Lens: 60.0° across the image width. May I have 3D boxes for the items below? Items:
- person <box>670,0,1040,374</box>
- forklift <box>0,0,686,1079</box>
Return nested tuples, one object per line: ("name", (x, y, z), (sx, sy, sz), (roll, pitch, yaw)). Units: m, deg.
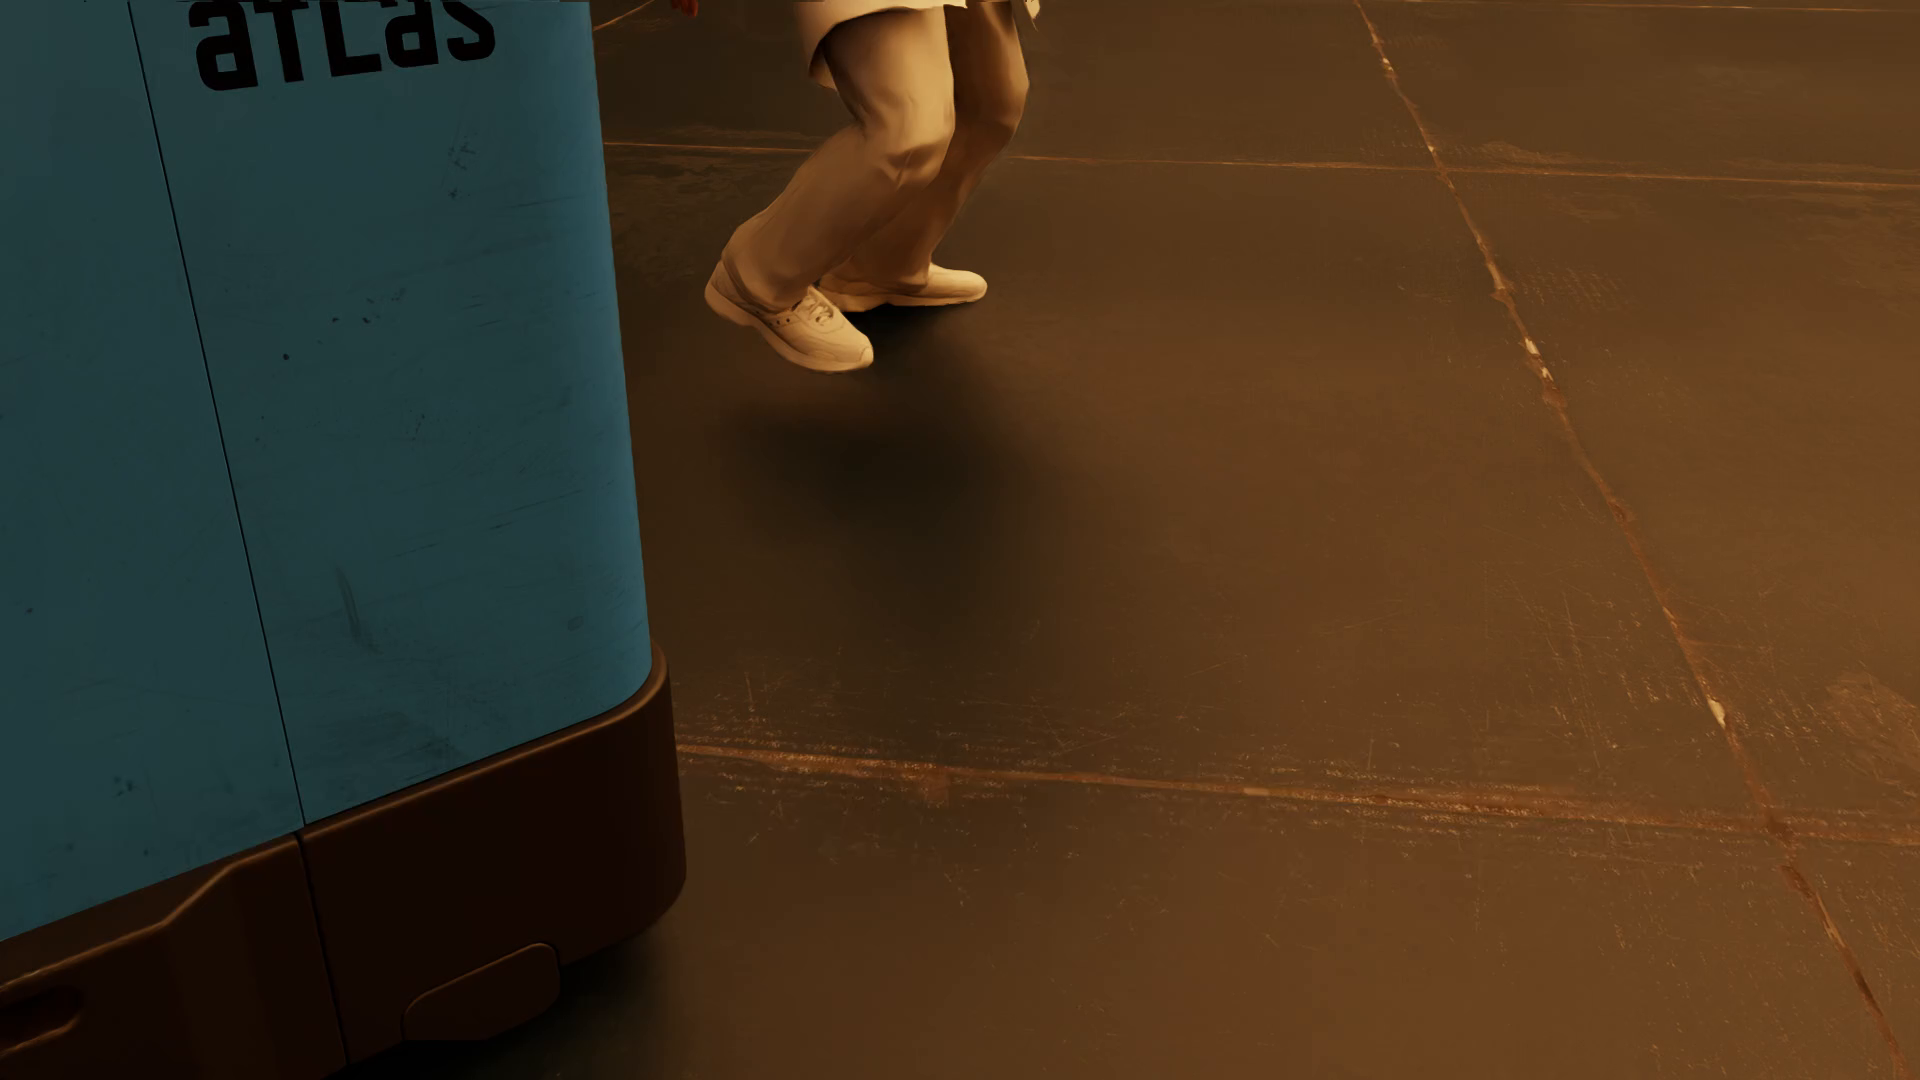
("person", (-0.137, -1.090, 2.840), (0.590, 1.674, 0.962), (16, 31, 29))
("forklift", (-1.739, -0.658, 0.536), (3.031, 2.935, 1.130), (-20, 33, -34))
